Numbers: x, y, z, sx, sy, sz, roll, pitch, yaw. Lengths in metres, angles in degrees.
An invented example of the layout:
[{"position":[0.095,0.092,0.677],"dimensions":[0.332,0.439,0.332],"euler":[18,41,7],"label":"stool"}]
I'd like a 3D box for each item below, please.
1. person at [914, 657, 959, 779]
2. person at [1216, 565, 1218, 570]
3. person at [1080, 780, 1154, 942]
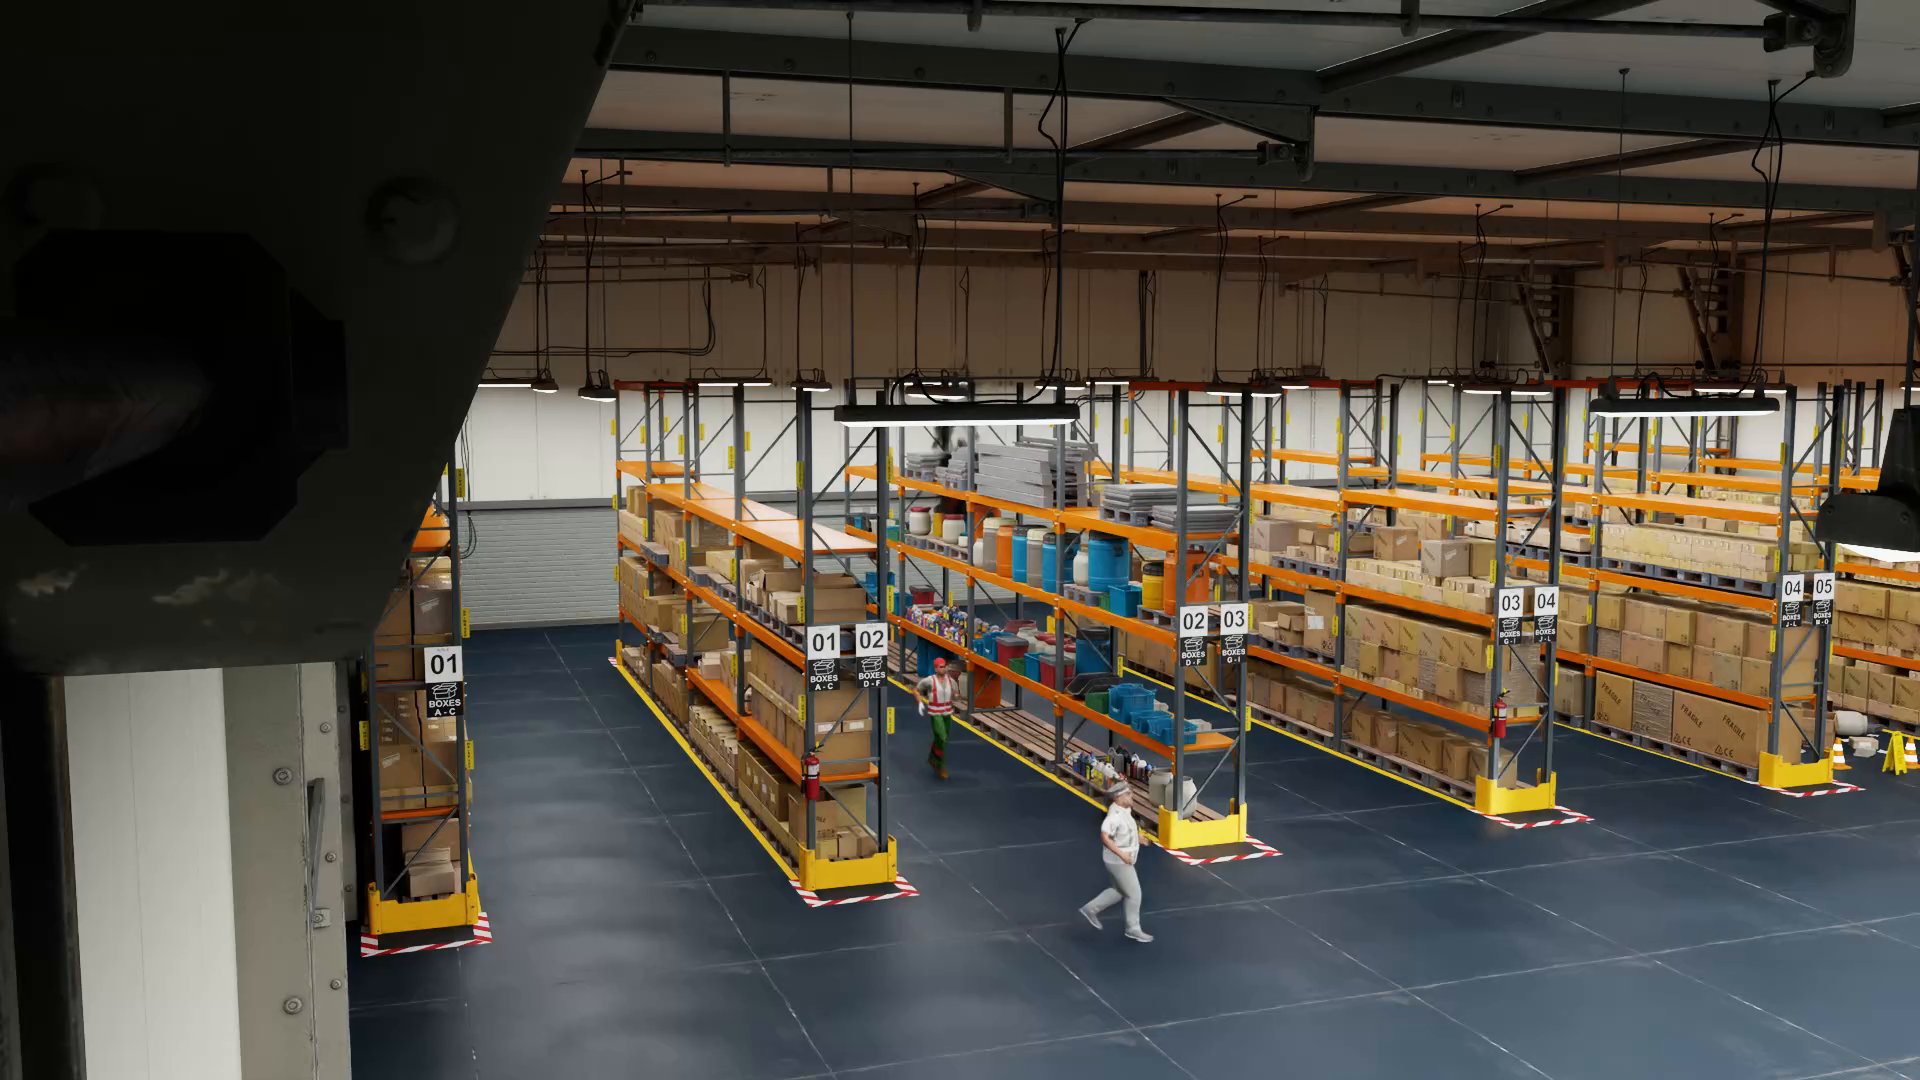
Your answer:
[{"position":[-0.313,2.729,25.652],"dimensions":[0.645,1.848,0.772],"euler":[-4,7,-36],"label":"person"},{"position":[6.012,1.416,38.517],"dimensions":[0.661,1.716,0.634],"euler":[-1,6,-10],"label":"person"},{"position":[1.750,3.523,18.295],"dimensions":[0.786,1.790,0.666],"euler":[1,6,5],"label":"person"}]
